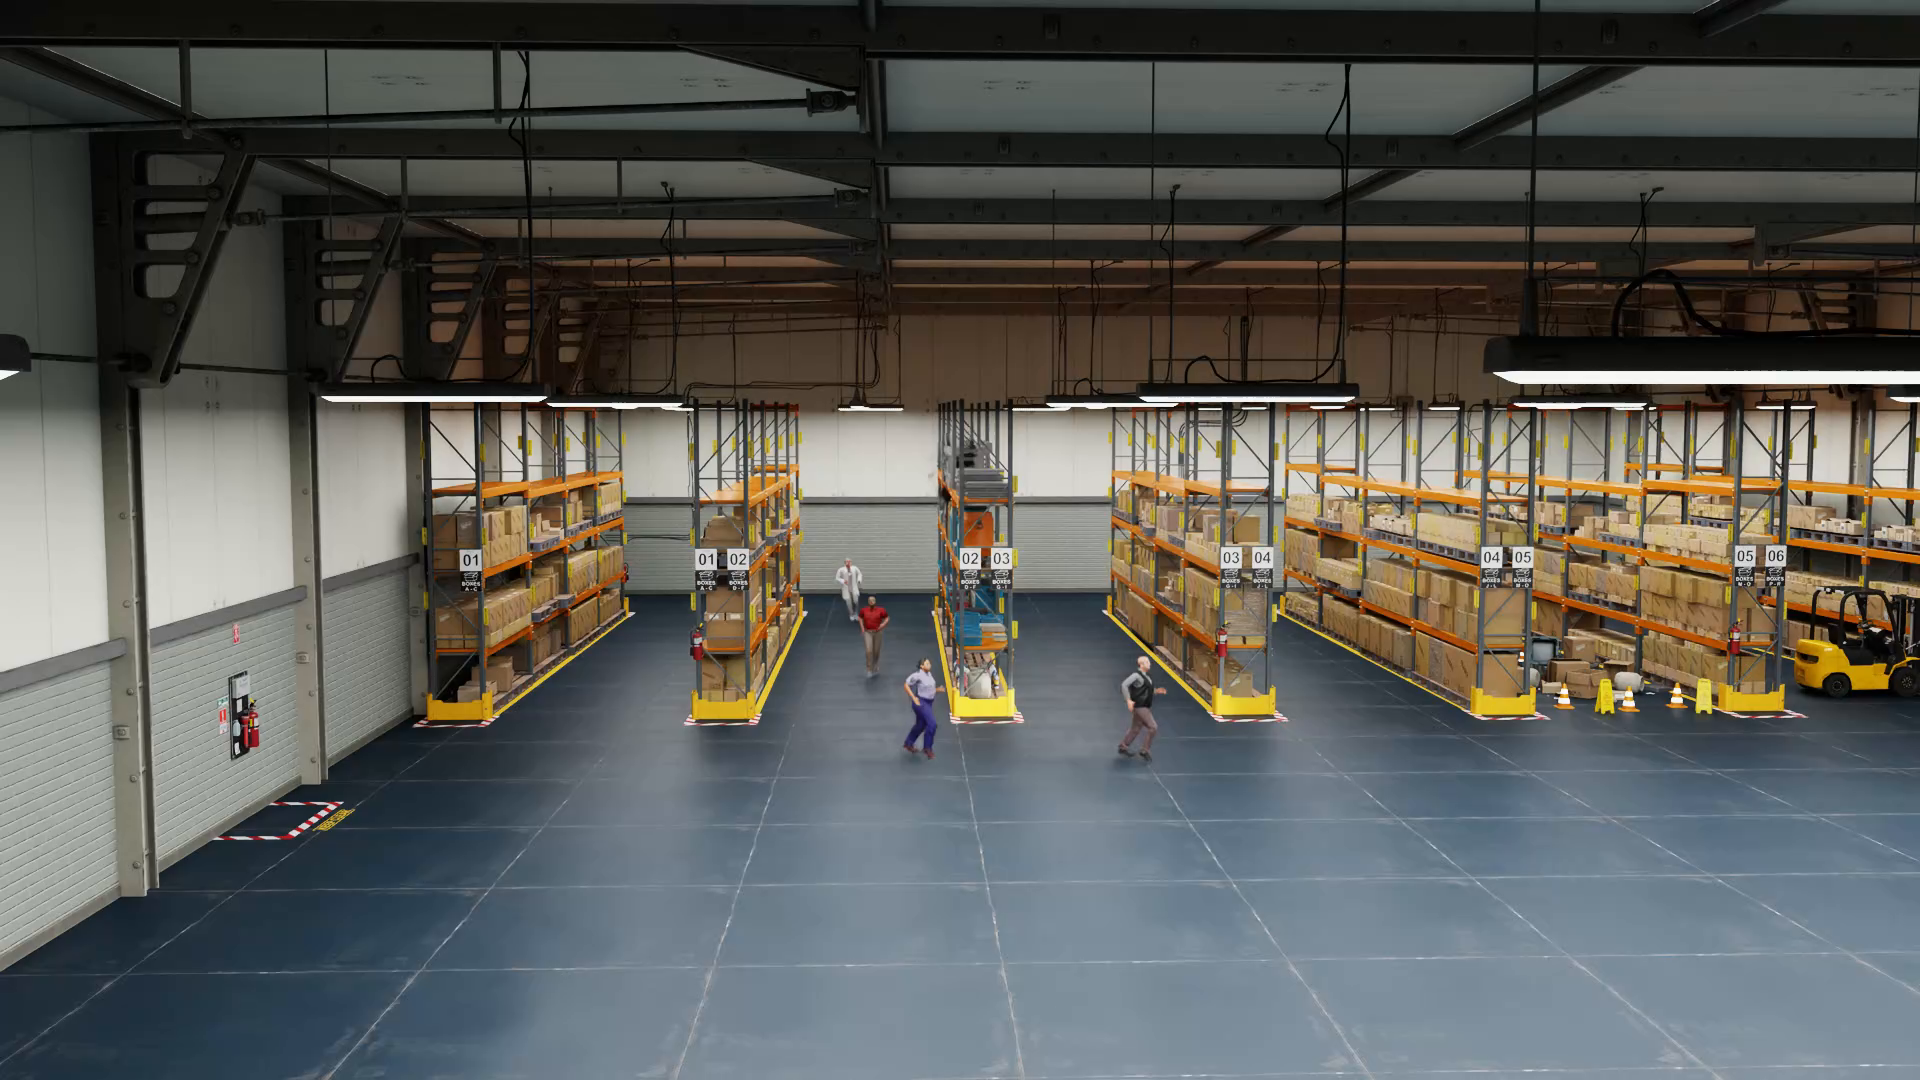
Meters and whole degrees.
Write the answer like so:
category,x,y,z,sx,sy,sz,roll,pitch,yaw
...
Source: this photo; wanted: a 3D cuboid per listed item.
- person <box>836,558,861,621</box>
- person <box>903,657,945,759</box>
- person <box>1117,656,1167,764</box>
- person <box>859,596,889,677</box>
category,x,y,z,sx,sy,sz,roll,pitch,yaw
person,-3.060,1.368,45.860,0.733,1.753,0.604,-1,4,-13
person,-0.621,2.808,27.762,0.752,1.710,0.584,2,5,20
person,2.986,2.793,27.347,0.833,1.776,0.623,2,5,21
person,-1.890,2.106,36.534,0.675,1.788,0.793,0,4,-2
